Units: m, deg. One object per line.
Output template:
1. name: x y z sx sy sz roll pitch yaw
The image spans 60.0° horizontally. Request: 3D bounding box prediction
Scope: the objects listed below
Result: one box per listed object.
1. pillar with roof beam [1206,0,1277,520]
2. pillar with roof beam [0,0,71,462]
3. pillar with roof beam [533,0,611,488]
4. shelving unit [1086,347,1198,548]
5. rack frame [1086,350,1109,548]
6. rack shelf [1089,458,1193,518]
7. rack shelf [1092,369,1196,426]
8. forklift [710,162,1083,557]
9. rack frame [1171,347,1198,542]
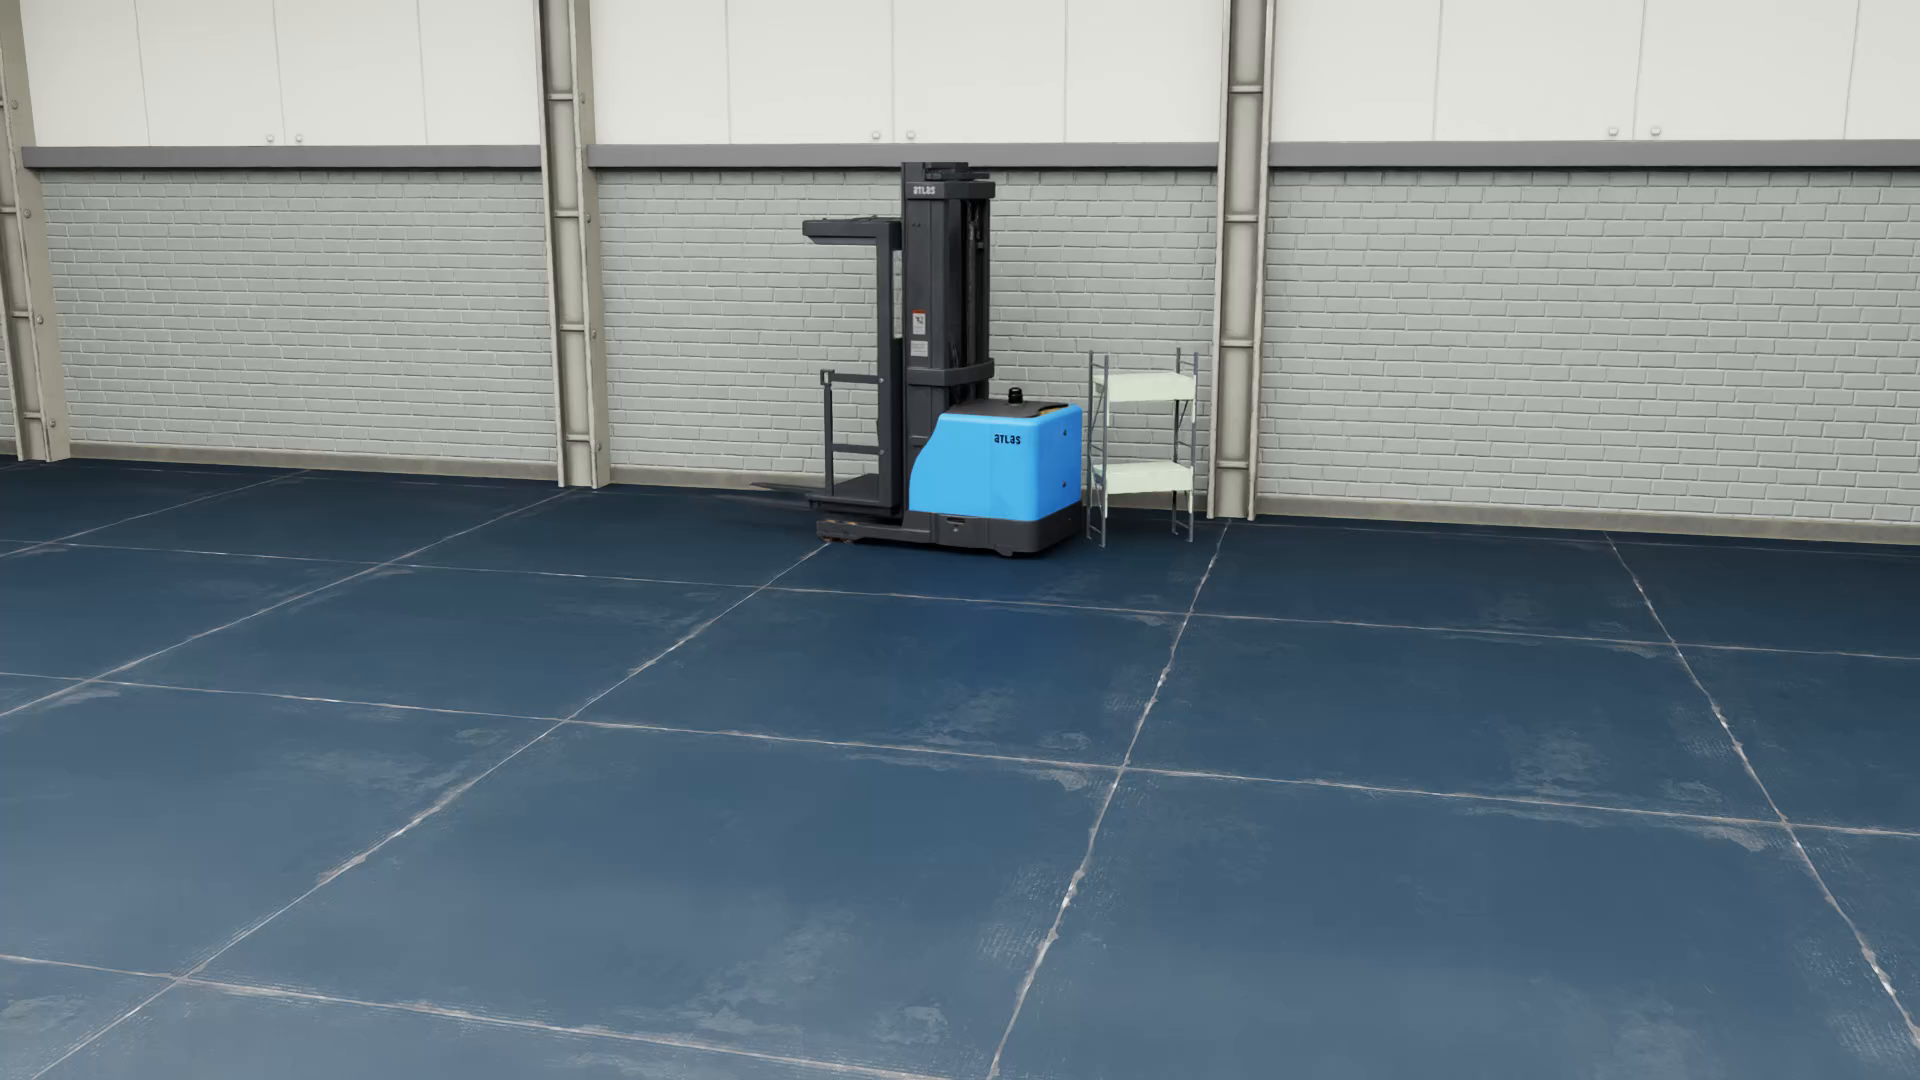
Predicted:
1. pillar with roof beam: 1.283 -3.696 9.116 0.400 9.000 9.100 3 13 14
2. pillar with roof beam: -10.367 -4.318 11.922 0.400 9.000 9.100 3 13 14
3. pillar with roof beam: -4.542 -4.007 10.519 0.400 9.000 9.100 3 13 14
4. shelving unit: 1.425 -0.735 13.084 0.755 1.500 0.431 -3 13 -14
5. rack frame: 1.071 -0.715 12.994 0.023 1.500 0.400 -3 13 -14
6. rack shelf: 1.425 -0.417 13.154 0.720 0.370 0.431 -3 13 -14
7. rack shelf: 1.425 -1.116 12.999 0.720 0.370 0.431 -3 13 -14
8. forklift: -0.576 -1.502 13.239 3.031 2.935 1.130 6 14 25
9. rack frame: 1.779 -0.755 13.174 0.023 1.500 0.400 -3 13 -14
